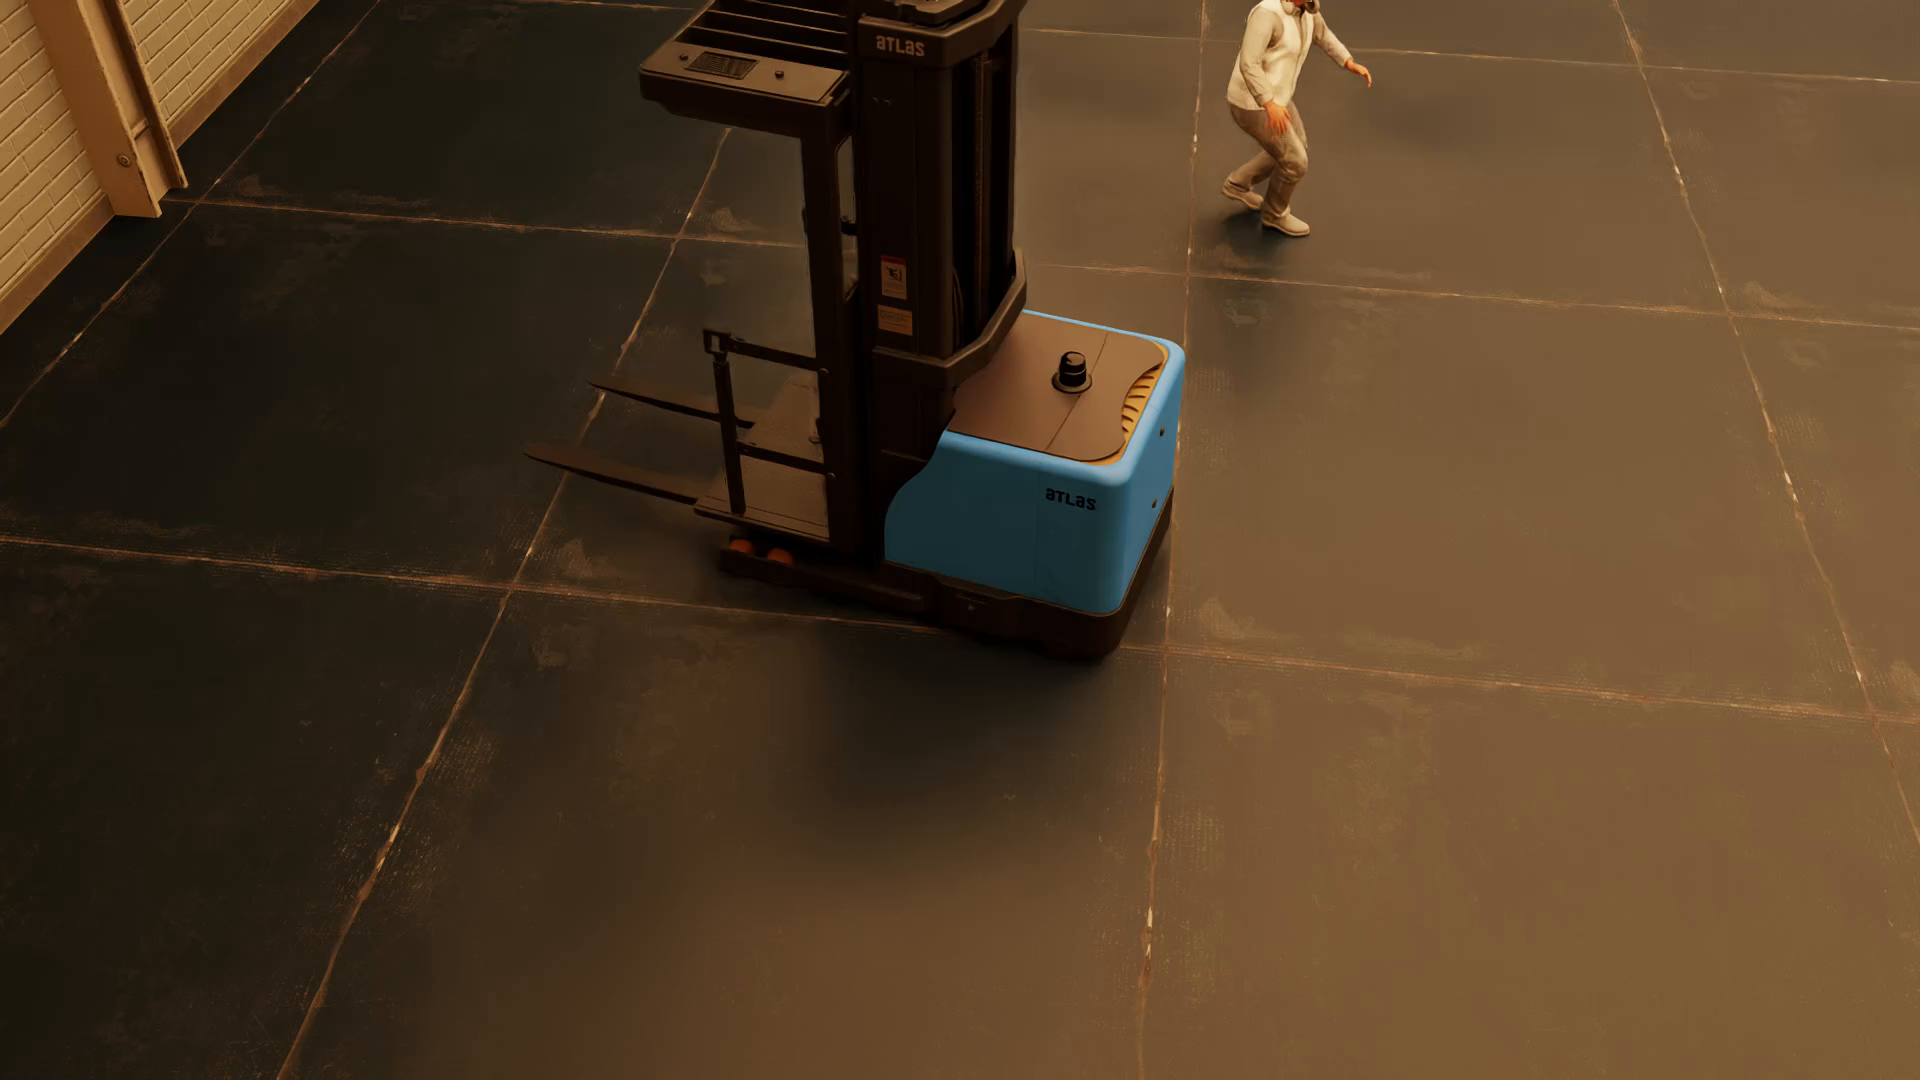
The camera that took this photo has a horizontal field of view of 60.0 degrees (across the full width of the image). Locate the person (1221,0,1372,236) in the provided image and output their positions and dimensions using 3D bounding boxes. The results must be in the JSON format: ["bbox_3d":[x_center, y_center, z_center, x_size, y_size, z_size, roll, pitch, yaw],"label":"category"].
[{"bbox_3d":[1.886,-2.482,9.364,0.752,1.660,0.817,17,45,18],"label":"person"}]

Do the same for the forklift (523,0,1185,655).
[{"bbox_3d":[-0.578,-1.193,7.024,3.031,2.935,1.130,14,44,15],"label":"forklift"}]
